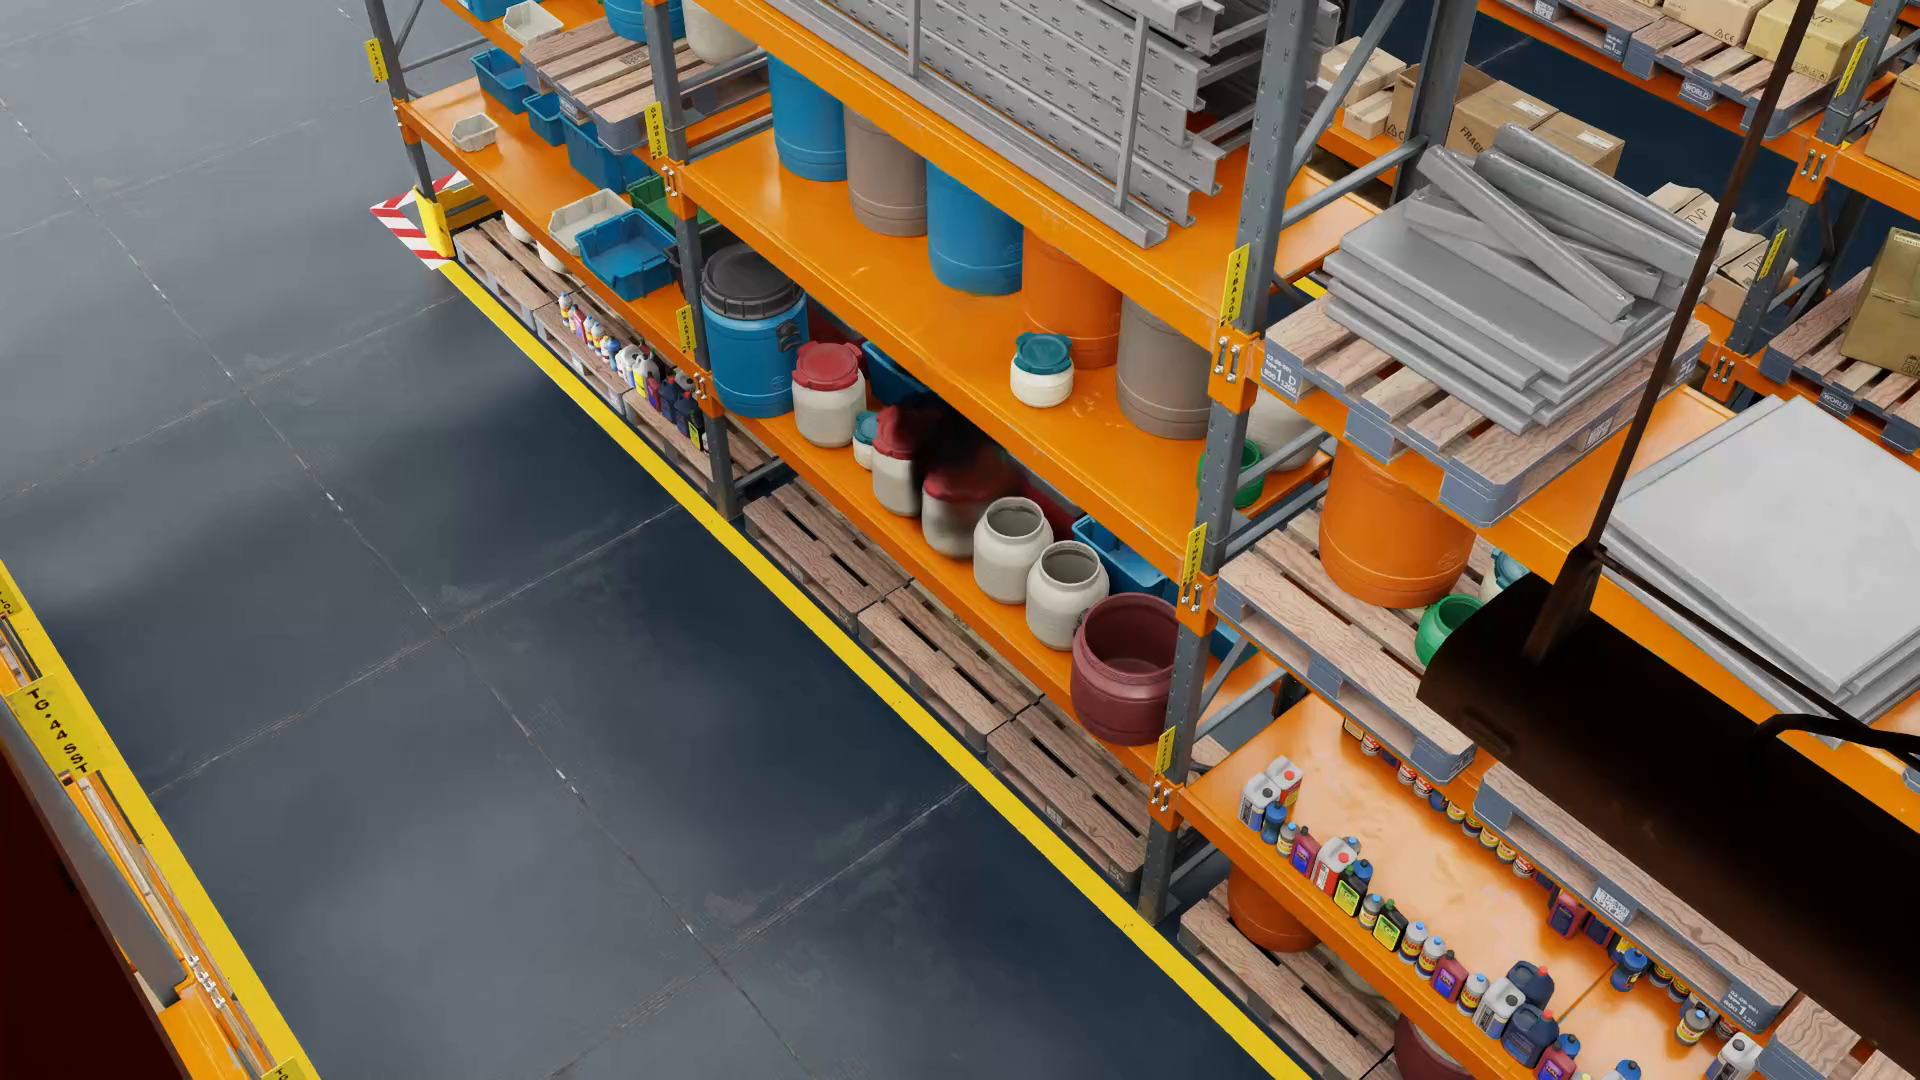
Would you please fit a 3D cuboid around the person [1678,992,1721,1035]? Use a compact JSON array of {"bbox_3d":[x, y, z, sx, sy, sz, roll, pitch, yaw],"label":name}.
[{"bbox_3d":[2.201,5.560,4.598,3.123,1.644,8.607,25,51,22],"label":"person"}]
